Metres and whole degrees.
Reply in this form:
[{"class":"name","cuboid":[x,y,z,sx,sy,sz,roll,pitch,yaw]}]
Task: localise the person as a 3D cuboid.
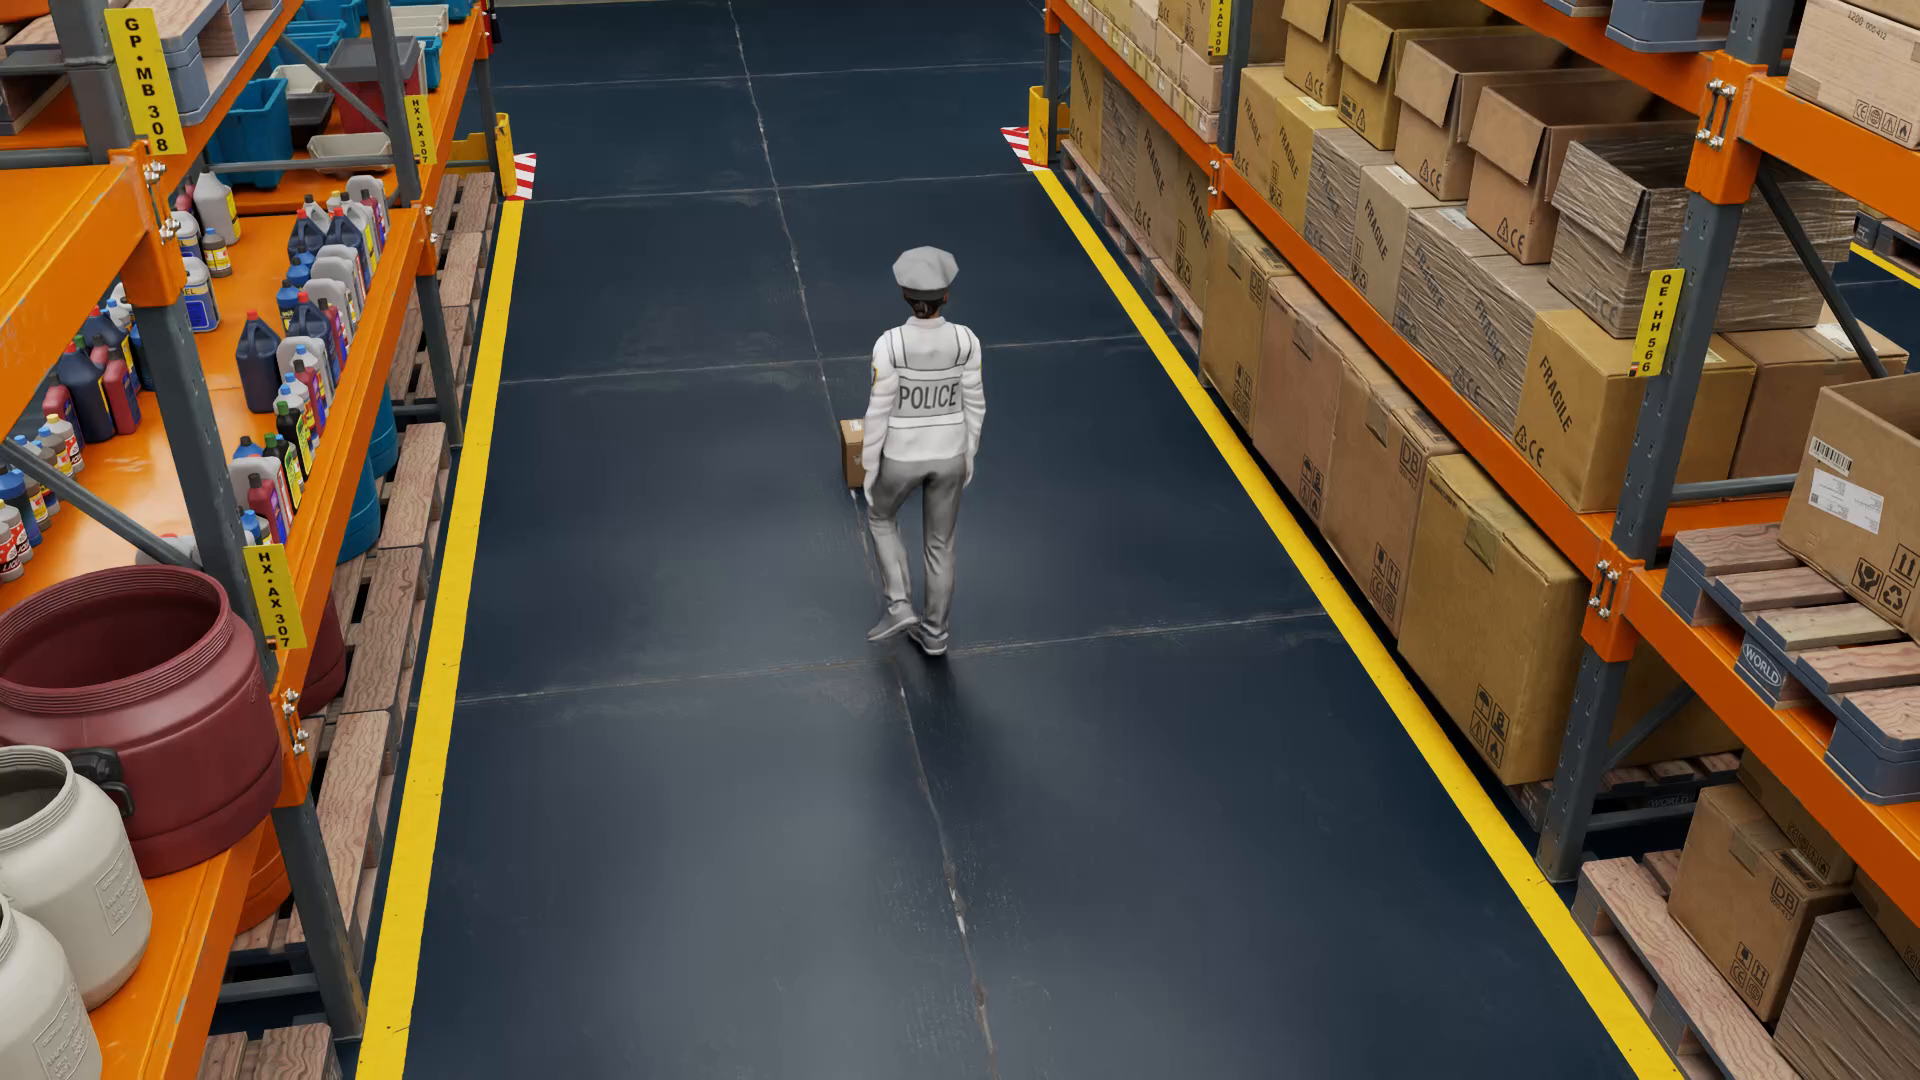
[{"class":"person","cuboid":[-0.148,-0.325,6.614,0.515,1.675,0.418,-7,31,-11]}]
